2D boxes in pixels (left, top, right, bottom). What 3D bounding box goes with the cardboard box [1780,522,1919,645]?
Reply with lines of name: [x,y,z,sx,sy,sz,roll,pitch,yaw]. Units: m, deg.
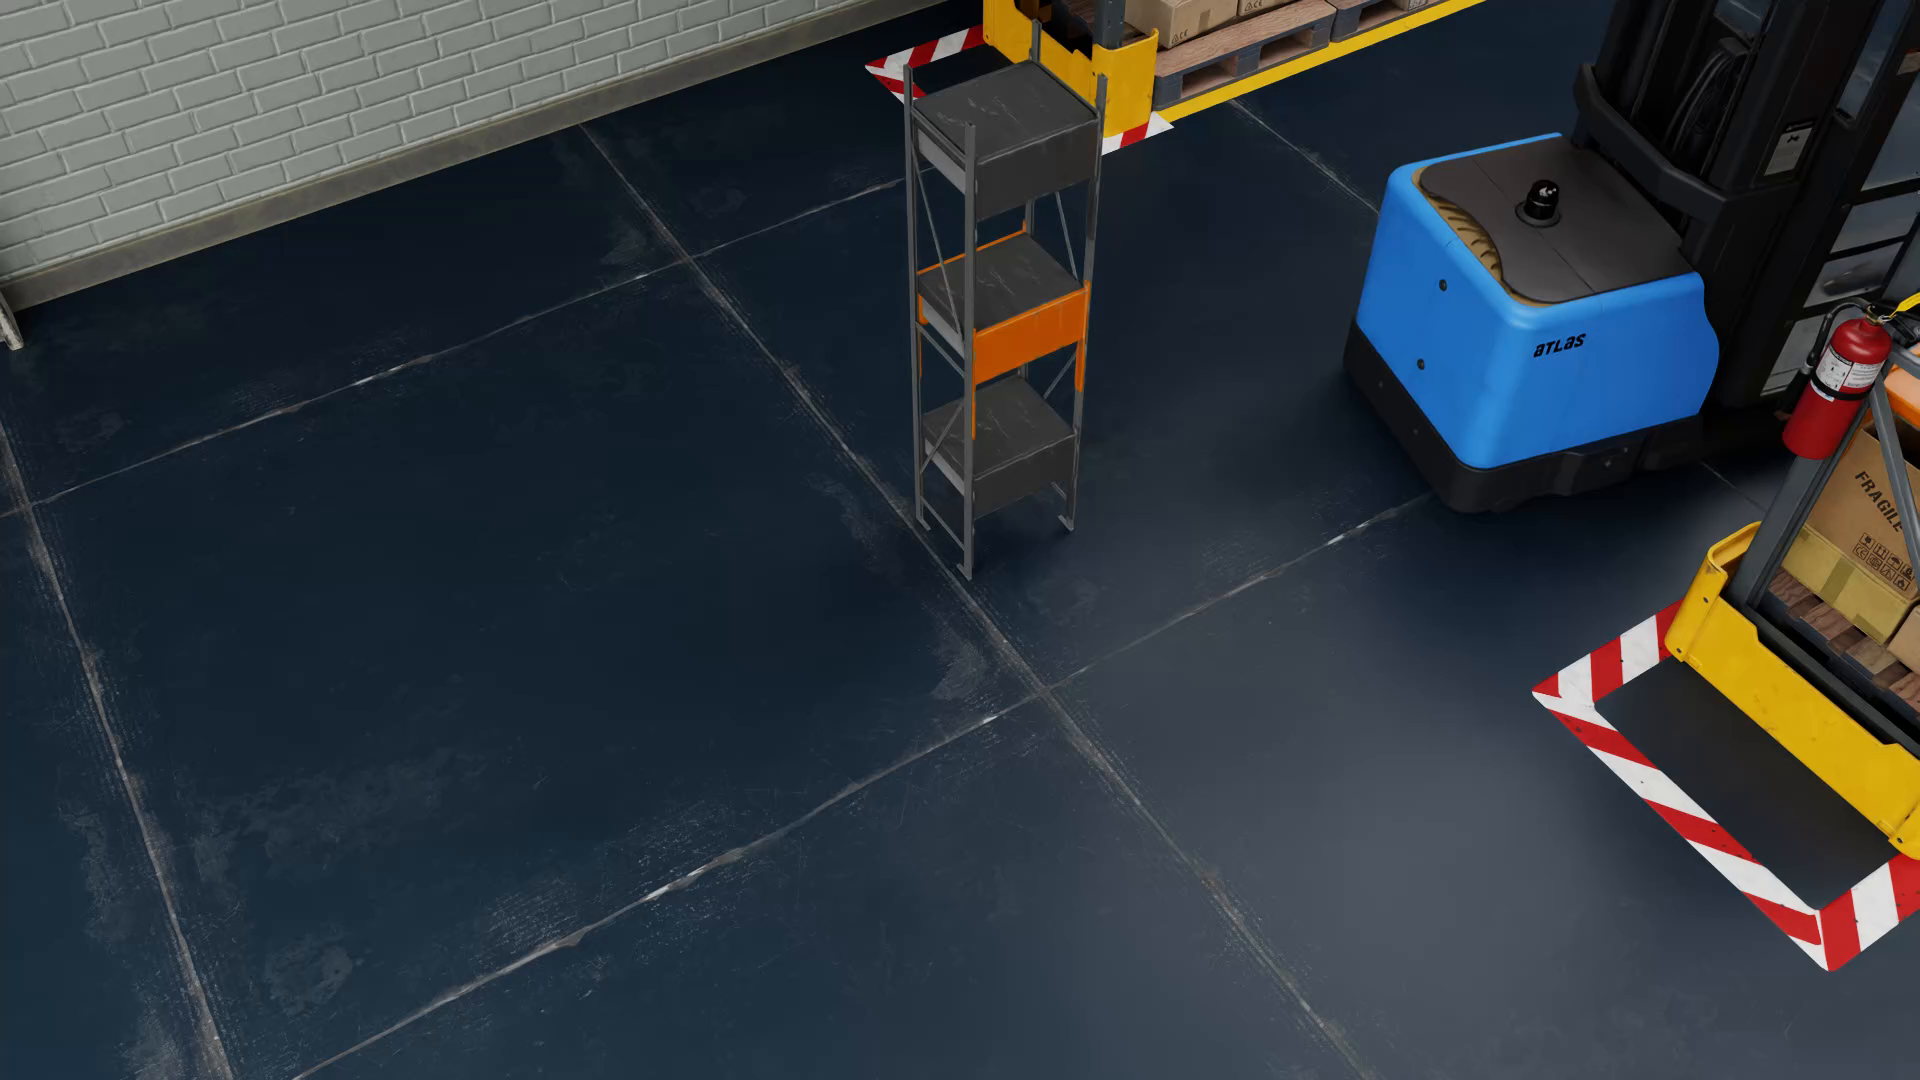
cardboard box: [3.435,0.050,6.202,0.500,0.250,0.500,-25,53,-21]

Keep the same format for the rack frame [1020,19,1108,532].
rack frame: [0.346,-0.861,6.056,0.015,2.100,0.400,-25,53,-21]

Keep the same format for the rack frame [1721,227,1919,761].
rack frame: [3.139,-0.324,4.975,0.127,3.000,1.000,-25,53,-21]

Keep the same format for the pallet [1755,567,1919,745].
pallet: [3.764,0.272,6.312,1.213,0.211,1.003,-25,53,-21]

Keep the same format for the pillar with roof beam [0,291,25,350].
pillar with roof beam: [-2.154,-1.162,1.704,0.400,9.000,9.100,-25,53,-21]

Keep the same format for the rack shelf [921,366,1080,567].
rack shelf: [0.140,-0.290,6.503,0.480,0.518,0.431,-25,53,-21]

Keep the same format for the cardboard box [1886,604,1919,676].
cardboard box: [3.712,0.377,5.911,0.500,0.250,0.500,-25,53,-21]

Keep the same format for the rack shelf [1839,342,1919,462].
rack shelf: [4.831,-0.882,5.954,4.000,0.370,1.077,-25,53,-21]

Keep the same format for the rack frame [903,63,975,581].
rack frame: [-0.066,-0.667,5.883,0.015,2.100,0.400,-25,53,-21]

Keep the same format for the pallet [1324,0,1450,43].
pallet: [2.294,-3.339,9.527,1.213,0.211,1.003,-25,53,-21]

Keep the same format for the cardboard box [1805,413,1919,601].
cardboard box: [3.434,-0.200,5.923,0.500,0.500,0.500,-25,53,-21]

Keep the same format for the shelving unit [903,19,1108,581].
shelving unit: [0.140,-0.764,5.970,0.503,2.100,0.431,-25,53,-21]

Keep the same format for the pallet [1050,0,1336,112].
pallet: [1.263,-2.856,9.097,1.213,0.211,1.003,-25,53,-21]

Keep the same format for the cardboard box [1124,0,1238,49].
cardboard box: [1.126,-2.922,8.795,0.500,0.311,0.500,-31,55,-25]

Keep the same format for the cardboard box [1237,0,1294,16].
cardboard box: [1.608,-3.150,8.997,0.500,0.311,0.500,-21,52,-18]

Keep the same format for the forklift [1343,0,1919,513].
forklift: [3.253,-1.747,6.288,3.031,2.935,1.130,-14,50,-12]

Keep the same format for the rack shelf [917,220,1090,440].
rack shelf: [0.140,-0.755,5.980,0.480,0.518,0.431,-25,53,-21]

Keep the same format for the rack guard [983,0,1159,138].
rack guard: [0.557,-2.650,8.721,0.348,0.500,1.175,-25,53,-21]

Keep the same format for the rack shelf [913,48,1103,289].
rack shelf: [0.140,-1.221,5.457,0.480,0.518,0.431,-25,53,-21]

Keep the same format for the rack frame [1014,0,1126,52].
rack frame: [0.493,-3.451,7.760,0.127,3.000,1.000,-25,53,-21]

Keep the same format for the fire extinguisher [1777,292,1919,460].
fire extinguisher: [2.791,-0.545,5.224,0.183,0.674,0.296,-25,53,-21]

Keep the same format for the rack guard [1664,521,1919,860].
rack guard: [3.119,0.517,5.900,0.348,0.500,1.175,-25,53,-21]
